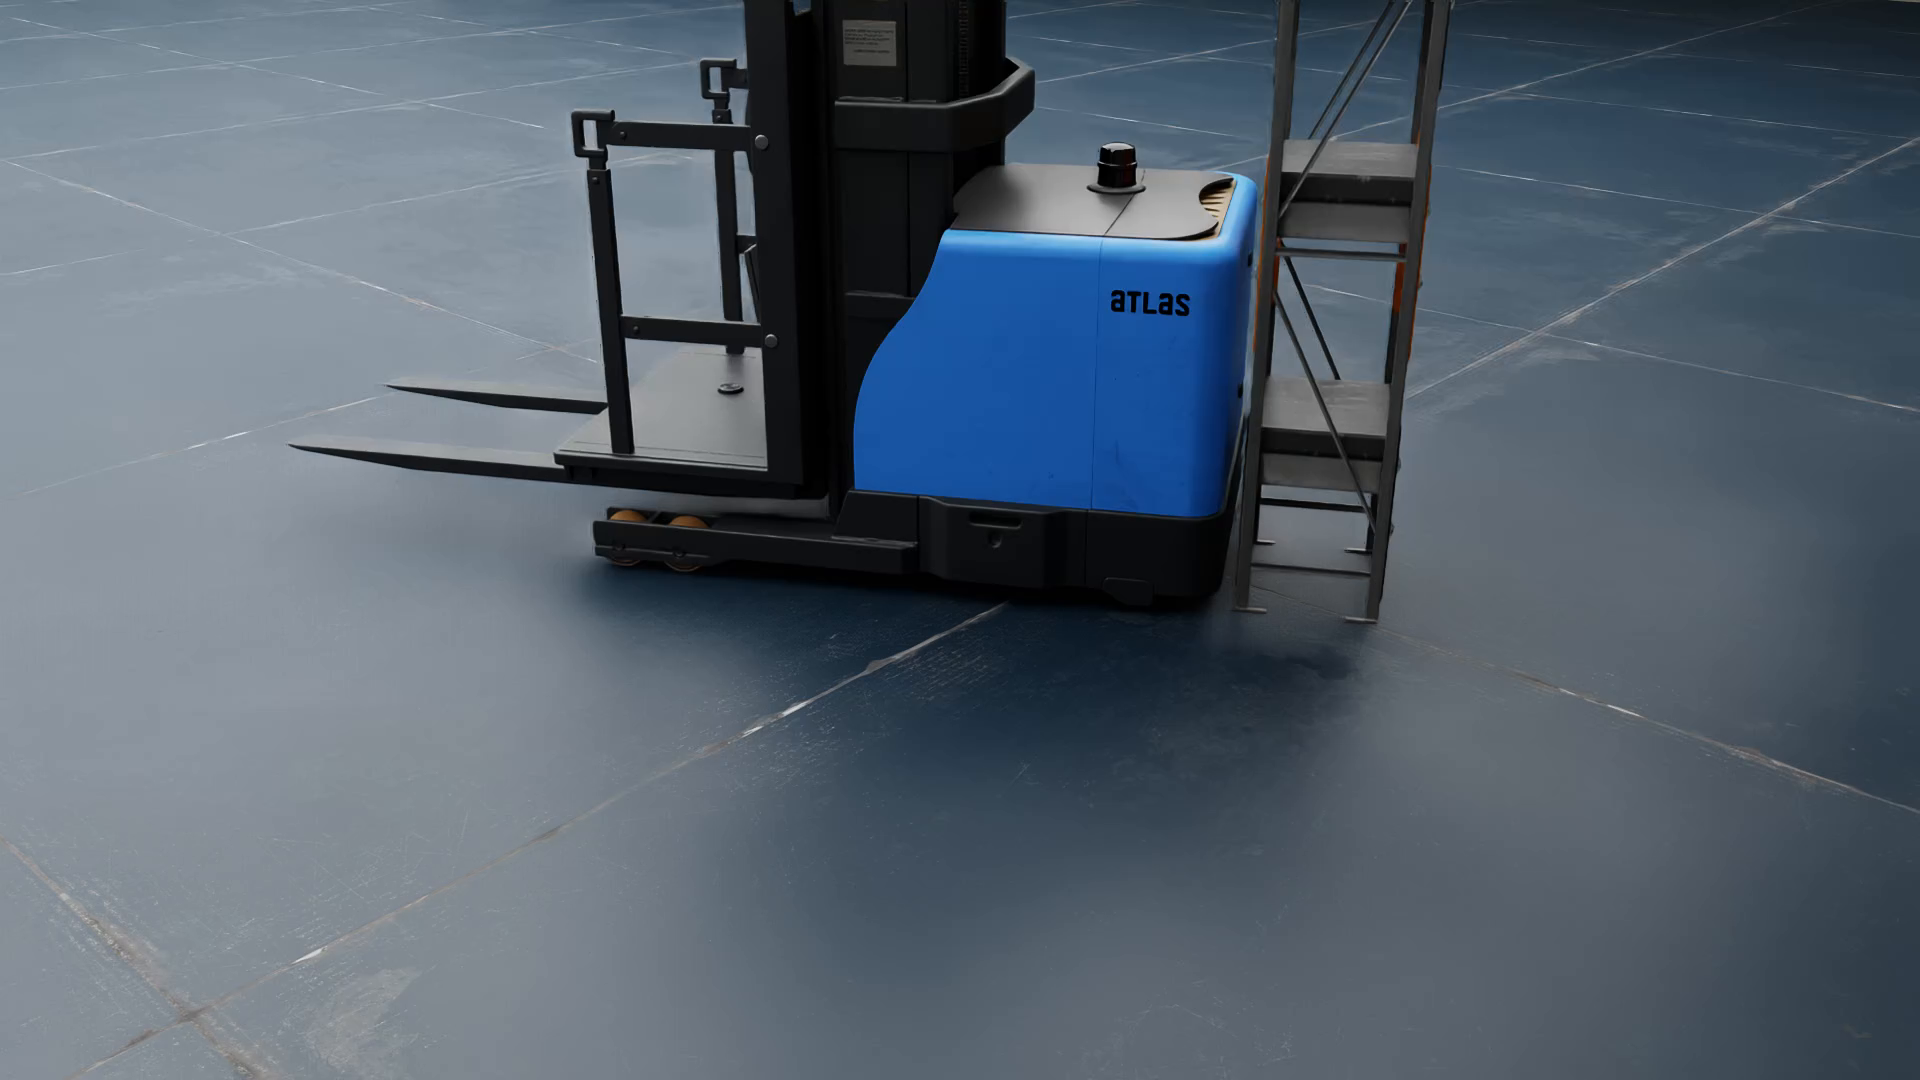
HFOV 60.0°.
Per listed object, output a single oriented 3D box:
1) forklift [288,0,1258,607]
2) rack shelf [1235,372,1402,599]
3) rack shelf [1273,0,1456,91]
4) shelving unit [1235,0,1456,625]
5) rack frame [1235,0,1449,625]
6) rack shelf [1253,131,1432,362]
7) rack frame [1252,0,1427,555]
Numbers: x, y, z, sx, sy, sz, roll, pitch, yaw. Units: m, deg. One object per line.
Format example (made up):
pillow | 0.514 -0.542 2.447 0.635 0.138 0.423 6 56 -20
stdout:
forklift | -0.637 -1.444 4.889 3.031 2.935 1.130 5 25 11
rack shelf | 1.042 -0.183 4.836 0.431 0.518 0.480 5 25 11
rack shelf | 1.042 -1.461 4.264 0.431 0.518 0.480 5 25 11
shelving unit | 1.042 -0.834 4.544 0.431 2.100 0.503 5 25 11
rack frame | 0.989 -0.737 4.327 0.400 2.100 0.015 5 25 11
rack shelf | 1.042 -0.822 4.550 0.431 0.518 0.480 5 25 11
rack frame | 1.095 -0.932 4.762 0.400 2.100 0.015 5 25 11
